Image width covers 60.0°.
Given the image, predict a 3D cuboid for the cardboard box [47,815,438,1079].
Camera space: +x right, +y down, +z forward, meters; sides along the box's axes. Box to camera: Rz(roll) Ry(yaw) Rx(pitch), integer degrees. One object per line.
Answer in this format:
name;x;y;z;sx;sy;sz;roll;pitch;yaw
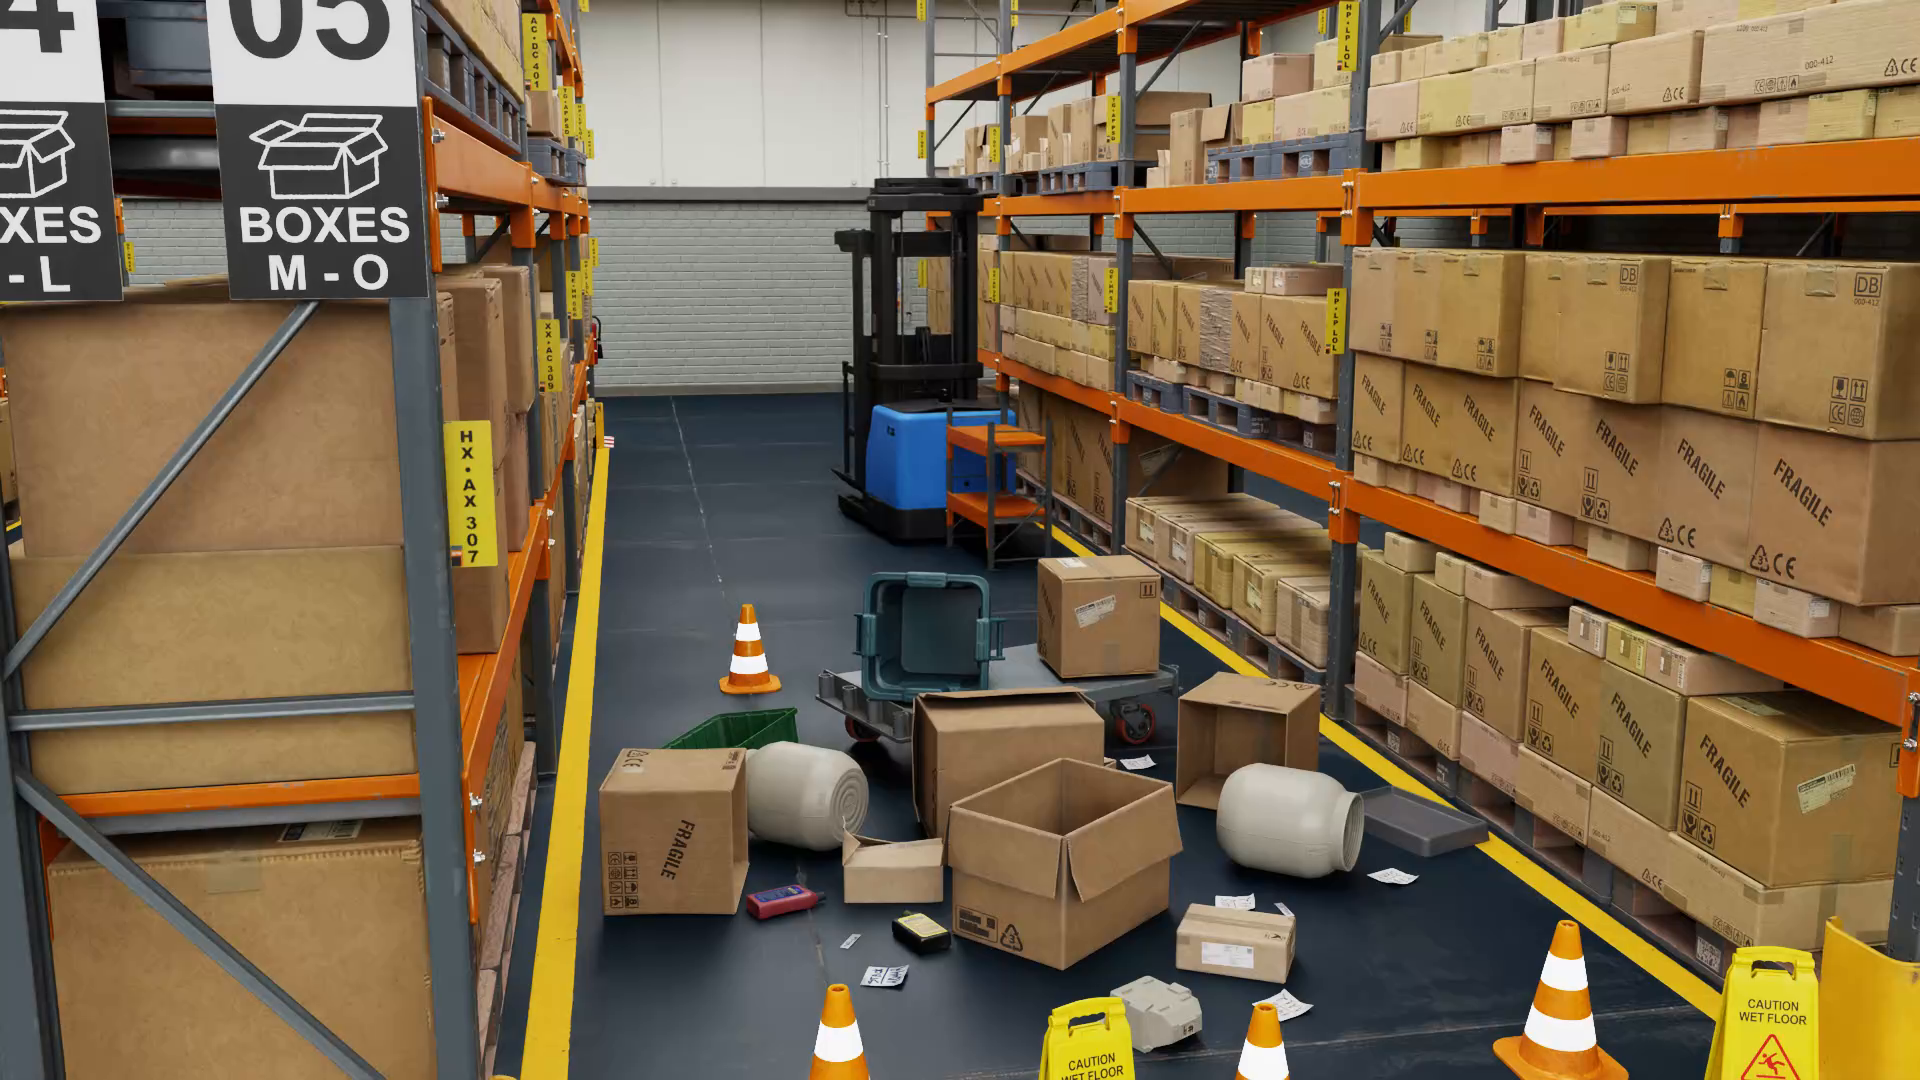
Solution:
cardboard box;-1.824;1.098;4.466;0.875;0.875;0.875;-2;11;-11

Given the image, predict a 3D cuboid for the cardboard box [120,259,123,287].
cardboard box;-9.272;-2.751;17.730;0.500;0.500;0.500;-2;11;-10

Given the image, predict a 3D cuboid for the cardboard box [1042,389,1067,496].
cardboard box;1.257;-0.904;14.981;0.875;0.875;0.875;-2;11;-9

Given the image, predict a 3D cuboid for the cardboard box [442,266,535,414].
cardboard box;-2.146;-0.790;6.535;0.875;0.550;0.550;-2;11;-11

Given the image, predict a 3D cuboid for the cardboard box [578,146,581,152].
cardboard box;-3.996;-3.745;16.394;0.500;0.250;0.500;-2;11;-10

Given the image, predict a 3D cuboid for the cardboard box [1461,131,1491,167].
cardboard box;2.413;-1.695;7.230;0.380;0.149;0.250;-2;11;-9

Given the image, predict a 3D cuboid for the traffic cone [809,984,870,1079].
traffic cone;-0.338;1.479;4.686;0.336;0.463;0.334;-2;11;-11

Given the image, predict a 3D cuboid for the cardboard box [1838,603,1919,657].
cardboard box;2.926;0.246;5.052;0.380;0.149;0.250;-2;11;-9

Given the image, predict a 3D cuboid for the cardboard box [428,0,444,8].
cardboard box;-1.380;-1.298;3.752;0.380;0.149;0.250;-2;11;-11

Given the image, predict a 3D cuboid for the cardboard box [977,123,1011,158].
cardboard box;0.581;-4.043;17.227;0.797;0.503;0.637;-1;11;-7

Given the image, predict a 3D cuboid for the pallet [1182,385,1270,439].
pallet;2.078;-0.828;10.536;1.003;0.211;1.213;-2;11;-11

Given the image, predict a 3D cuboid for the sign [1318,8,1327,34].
sign;4.432;-6.357;20.319;0.100;0.325;0.005;-2;11;-11

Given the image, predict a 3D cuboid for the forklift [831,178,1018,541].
forklift;-0.462;-1.669;14.625;1.130;2.935;3.031;-3;11;-18

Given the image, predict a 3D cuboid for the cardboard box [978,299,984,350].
cardboard box;0.428;-2.236;17.156;0.500;0.500;0.500;-2;11;-12

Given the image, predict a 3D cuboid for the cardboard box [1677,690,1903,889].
cardboard box;2.797;0.822;5.579;0.500;0.500;0.500;-2;11;-11

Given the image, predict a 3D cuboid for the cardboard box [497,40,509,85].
cardboard box;-1.823;-1.716;5.946;0.380;0.149;0.250;-2;11;-10

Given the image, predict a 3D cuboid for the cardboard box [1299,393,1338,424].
cardboard box;2.060;-0.717;8.991;0.380;0.149;0.250;-2;11;-10

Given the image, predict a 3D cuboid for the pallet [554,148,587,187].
pallet;-3.006;-2.350;10.502;1.213;0.211;1.003;-2;11;-8

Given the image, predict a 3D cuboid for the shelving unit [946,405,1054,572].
shelving unit;0.293;-0.421;12.901;0.538;1.125;1.048;-3;11;-18

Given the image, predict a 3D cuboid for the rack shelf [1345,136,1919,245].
rack shelf;2.819;-1.303;6.423;1.077;0.370;4.000;-2;11;-11

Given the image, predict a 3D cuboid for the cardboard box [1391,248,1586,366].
cardboard box;2.381;-1.053;7.471;0.700;0.500;0.500;-2;11;-11

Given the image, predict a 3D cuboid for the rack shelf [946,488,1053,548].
rack shelf;0.293;-0.181;12.946;0.538;0.278;1.000;-3;11;-18

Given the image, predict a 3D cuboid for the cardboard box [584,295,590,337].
cardboard box;-3.977;-2.298;16.685;0.500;0.500;0.500;-2;11;-12

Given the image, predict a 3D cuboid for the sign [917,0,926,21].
sign;-0.449;-6.216;19.364;0.100;0.325;0.005;-2;11;-11

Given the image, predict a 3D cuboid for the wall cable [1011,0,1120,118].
wall cable;2.192;-6.871;25.627;2.988;3.039;0.133;-2;11;-11

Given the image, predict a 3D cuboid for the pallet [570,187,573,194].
pallet;-3.741;-2.893;13.352;1.213;0.211;1.003;-2;11;-11

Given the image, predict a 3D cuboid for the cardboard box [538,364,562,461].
cardboard box;-2.437;-0.691;9.038;0.500;0.500;0.500;-2;11;-11

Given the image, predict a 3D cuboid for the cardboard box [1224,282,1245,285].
cardboard box;2.125;-1.517;11.460;0.500;0.500;0.500;-2;11;-12

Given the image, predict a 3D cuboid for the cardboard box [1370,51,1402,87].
cardboard box;2.171;-2.222;7.866;0.380;0.149;0.250;-2;11;-12

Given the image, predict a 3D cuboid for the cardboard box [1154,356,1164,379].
cardboard box;1.563;-1.195;11.502;0.380;0.149;0.250;-3;11;-15

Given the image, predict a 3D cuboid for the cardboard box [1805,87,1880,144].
cardboard box;2.784;-1.266;4.976;0.380;0.149;0.250;-2;11;-11

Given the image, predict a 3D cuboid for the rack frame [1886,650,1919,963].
rack frame;3.212;0.184;4.710;0.949;2.616;0.053;-2;11;-11

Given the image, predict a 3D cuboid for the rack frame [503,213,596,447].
rack frame;-4.739;-2.552;19.084;1.000;3.000;0.127;-2;11;-11

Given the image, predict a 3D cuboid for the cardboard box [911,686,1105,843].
cardboard box;0.193;0.942;7.038;0.797;0.637;0.503;-2;11;-11

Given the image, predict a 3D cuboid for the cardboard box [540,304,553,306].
cardboard box;-3.233;-1.695;12.537;0.380;0.149;0.250;-3;11;-13

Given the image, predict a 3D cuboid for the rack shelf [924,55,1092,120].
rack shelf;0.485;-4.781;17.743;1.077;0.370;4.000;-2;11;-11

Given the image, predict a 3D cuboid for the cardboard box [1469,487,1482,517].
cardboard box;2.455;-0.171;7.243;0.380;0.149;0.250;-2;11;-11

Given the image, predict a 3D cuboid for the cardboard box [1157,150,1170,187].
cardboard box;1.597;-2.580;11.568;0.396;0.266;0.258;-2;11;-11

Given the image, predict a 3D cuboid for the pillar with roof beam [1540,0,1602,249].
pillar with roof beam;2.268;-5.149;16.684;9.100;9.000;0.400;-2;11;-11

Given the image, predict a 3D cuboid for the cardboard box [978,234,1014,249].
cardboard box;0.368;-3.110;17.337;0.380;0.149;0.250;-2;11;-11

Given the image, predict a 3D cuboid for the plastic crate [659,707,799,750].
plastic crate;-1.087;0.986;7.861;0.450;0.188;0.662;-7;8;20

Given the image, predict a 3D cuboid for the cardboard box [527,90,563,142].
cardboard box;-2.686;-2.589;10.104;0.500;0.311;0.500;-2;11;-11

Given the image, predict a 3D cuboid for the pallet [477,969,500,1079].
pallet;-1.860;1.608;4.682;1.003;0.211;1.213;-2;11;-11

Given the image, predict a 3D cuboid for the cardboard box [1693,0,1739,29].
cardboard box;2.733;-1.798;5.637;0.380;0.149;0.250;-2;11;-11

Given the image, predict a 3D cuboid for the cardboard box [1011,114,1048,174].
cardboard box;0.761;-3.574;15.039;0.500;0.500;0.500;-2;11;-12

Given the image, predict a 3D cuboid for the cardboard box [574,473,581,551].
cardboard box;-3.071;-0.202;12.300;0.500;0.500;0.500;-3;11;-13

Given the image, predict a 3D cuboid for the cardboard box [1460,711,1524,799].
cardboard box;2.501;0.907;7.138;0.500;0.250;0.500;-2;11;-12

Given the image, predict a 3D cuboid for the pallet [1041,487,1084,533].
pallet;1.339;-0.284;14.626;1.003;0.211;1.213;-2;11;-11

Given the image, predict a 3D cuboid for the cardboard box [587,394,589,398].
cardboard box;-4.388;-1.562;18.794;0.380;0.149;0.250;-2;11;-10

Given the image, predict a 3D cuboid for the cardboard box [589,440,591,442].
cardboard box;-4.111;-1.034;17.608;0.380;0.149;0.250;-2;11;-10

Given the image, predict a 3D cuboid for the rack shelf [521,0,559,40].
rack shelf;-2.795;-3.115;8.991;1.077;0.370;4.000;-2;11;-11

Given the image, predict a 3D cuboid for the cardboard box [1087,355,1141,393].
cardboard box;1.299;-1.293;12.870;0.500;0.250;0.500;-3;11;-13

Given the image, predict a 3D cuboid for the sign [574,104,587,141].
sign;-3.418;-3.760;14.973;0.100;0.325;0.005;-2;11;-11

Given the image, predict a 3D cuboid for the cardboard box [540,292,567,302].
cardboard box;-3.692;-2.127;14.808;0.380;0.149;0.250;-2;11;-8

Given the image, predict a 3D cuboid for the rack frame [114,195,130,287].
rack frame;-9.624;-2.390;18.233;1.000;3.000;0.127;-2;11;-11

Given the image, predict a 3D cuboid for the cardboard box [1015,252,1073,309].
cardboard box;0.804;-2.374;15.206;0.500;0.500;0.500;-2;11;-11
